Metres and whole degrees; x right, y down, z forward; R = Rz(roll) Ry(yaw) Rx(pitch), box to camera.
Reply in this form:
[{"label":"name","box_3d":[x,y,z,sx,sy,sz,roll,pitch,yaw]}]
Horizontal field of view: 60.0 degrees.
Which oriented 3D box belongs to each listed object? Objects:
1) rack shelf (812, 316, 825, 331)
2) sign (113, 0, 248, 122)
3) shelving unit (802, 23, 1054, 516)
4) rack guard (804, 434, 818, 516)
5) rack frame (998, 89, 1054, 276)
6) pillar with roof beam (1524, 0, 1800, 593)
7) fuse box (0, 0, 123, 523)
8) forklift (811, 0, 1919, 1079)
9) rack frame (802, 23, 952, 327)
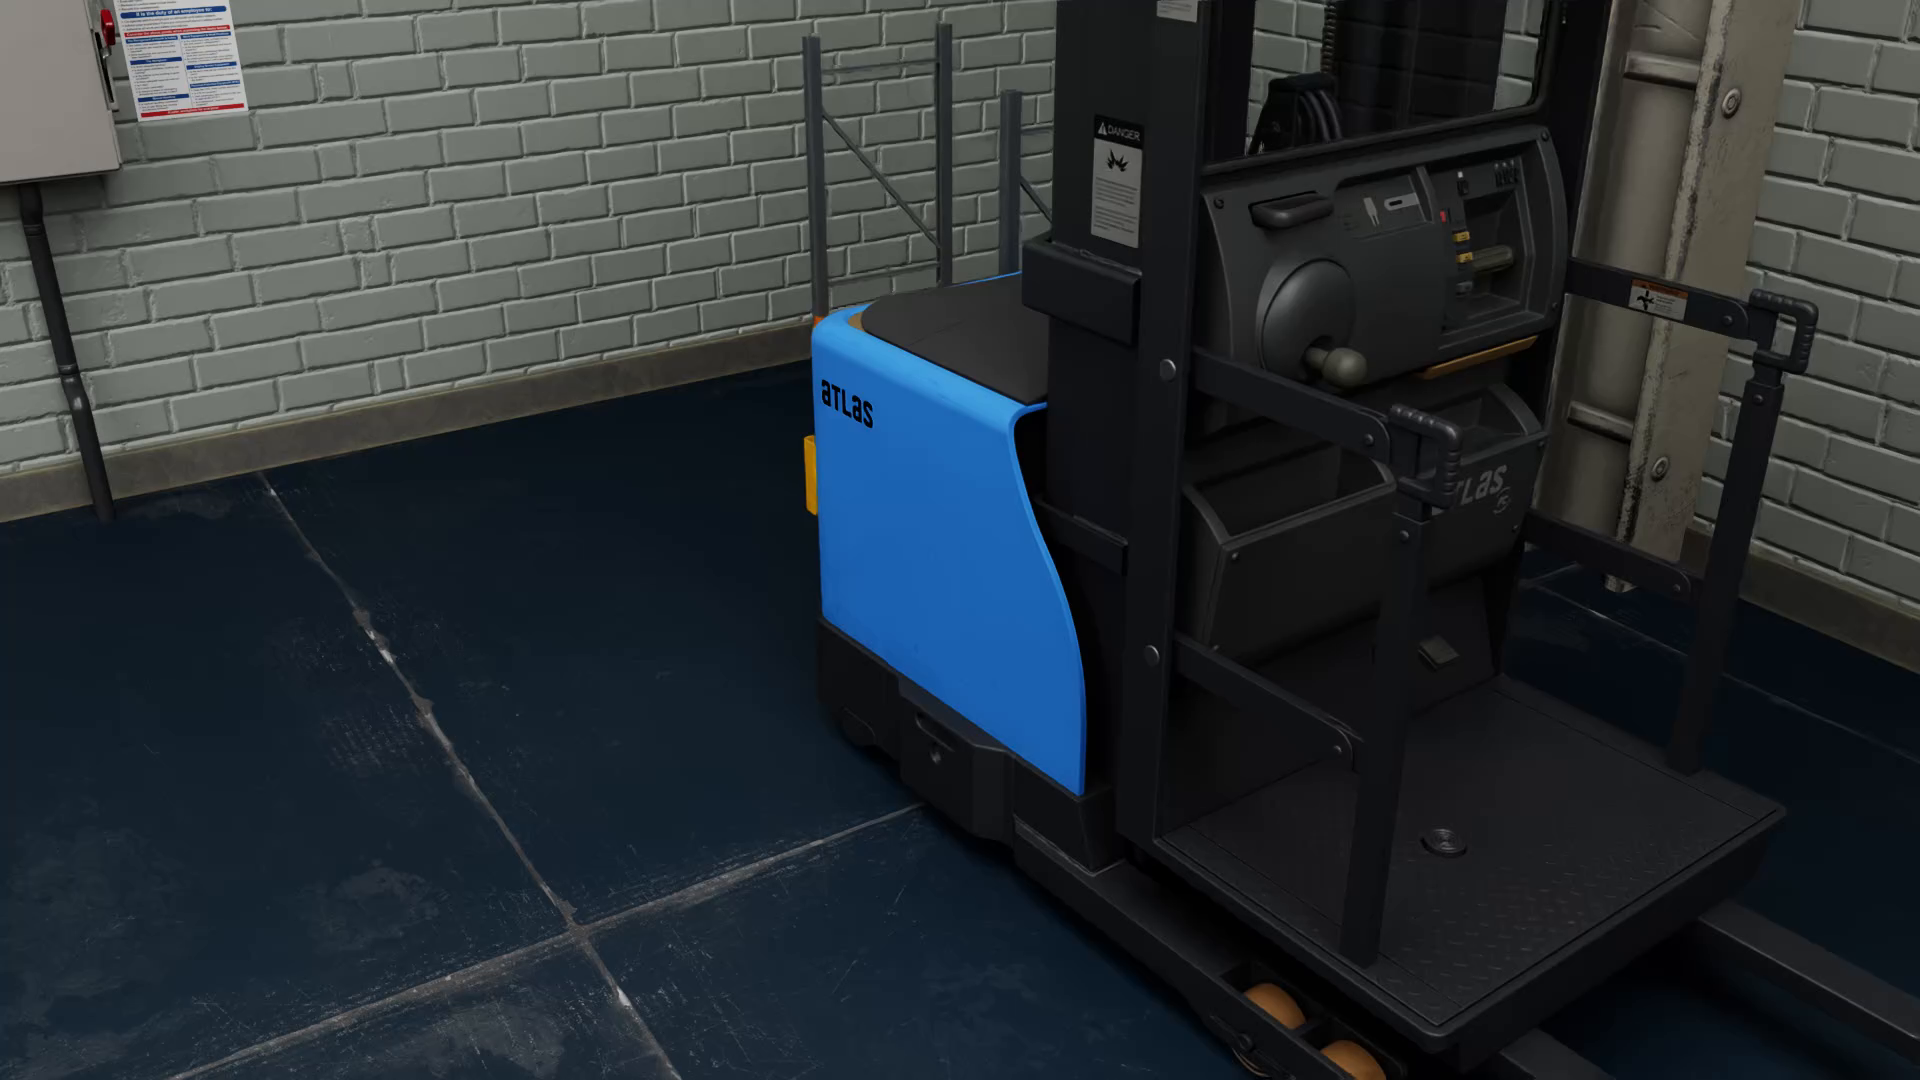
[{"label":"rack shelf","box_3d":[0.036,-0.492,4.954,0.538,0.185,1.000,-16,30,-30]},{"label":"sign","box_3d":[-2.429,-1.567,5.168,0.329,0.494,0.001,-16,29,-30]},{"label":"shelving unit","box_3d":[0.031,-0.658,4.884,0.587,1.500,1.083,-16,30,-30]},{"label":"rack guard","box_3d":[-0.243,-0.271,5.528,0.587,0.250,0.087,-16,30,-30]},{"label":"rack frame","box_3d":[0.314,-0.472,4.493,0.500,1.500,0.032,-16,30,-30]},{"label":"pillar with roof beam","box_3d":[-1.638,-3.015,1.095,9.100,9.000,0.400,-16,29,-30]},{"label":"fuse box","box_3d":[-2.729,-0.839,5.022,0.539,1.711,0.414,-16,29,-30]},{"label":"forklift","box_3d":[0.923,-0.493,2.861,1.130,2.935,3.031,-18,31,-33]},{"label":"rack frame","box_3d":[-0.242,-0.837,5.262,0.500,1.500,0.032,-16,30,-30]}]
